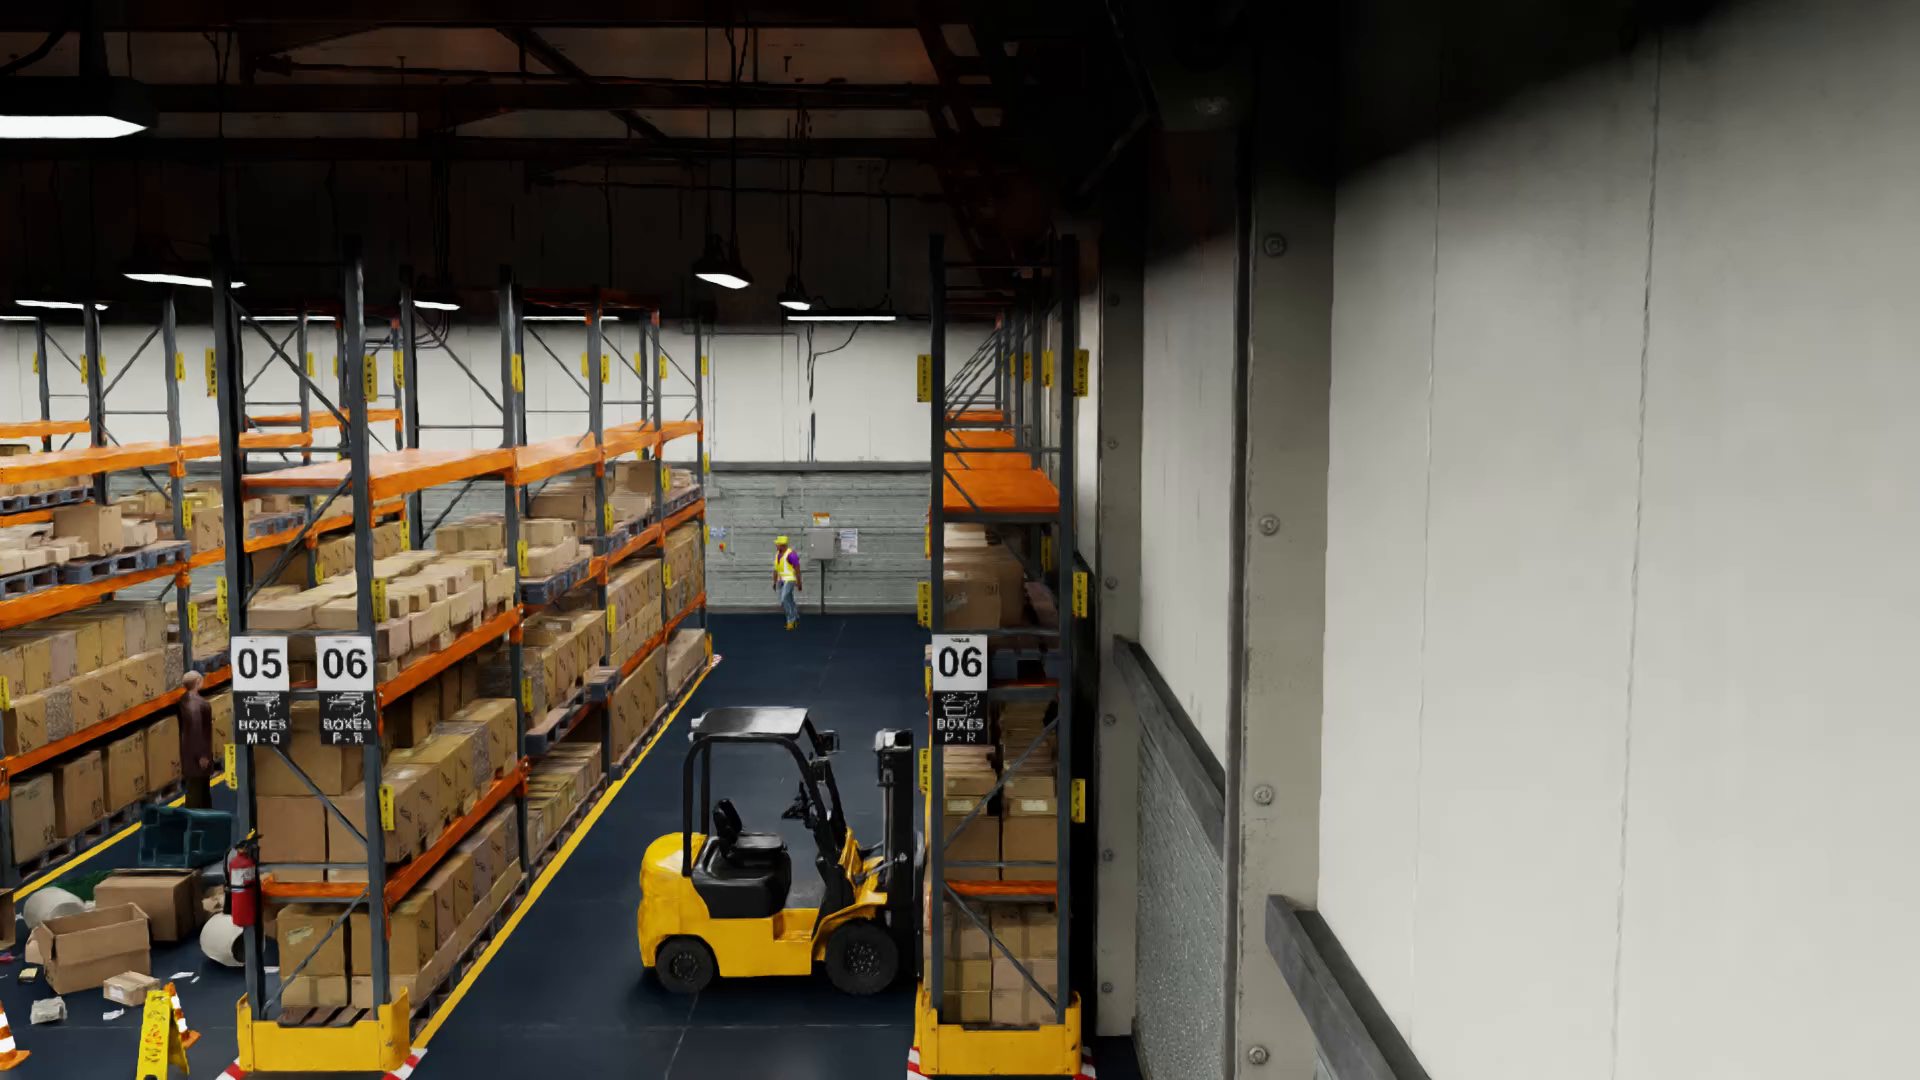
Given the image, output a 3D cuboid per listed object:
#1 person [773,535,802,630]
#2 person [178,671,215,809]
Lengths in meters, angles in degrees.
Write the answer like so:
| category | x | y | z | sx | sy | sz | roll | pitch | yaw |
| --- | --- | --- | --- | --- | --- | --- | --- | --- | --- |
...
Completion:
| category | x | y | z | sx | sy | sz | roll | pitch | yaw |
| --- | --- | --- | --- | --- | --- | --- | --- | --- | --- |
| person | -3.276 | 0.787 | 31.713 | 0.494 | 1.766 | 0.656 | -5 | 8 | -37 |
| person | -8.177 | 2.288 | 17.945 | 0.504 | 1.784 | 0.640 | -4 | 7 | -30 |
